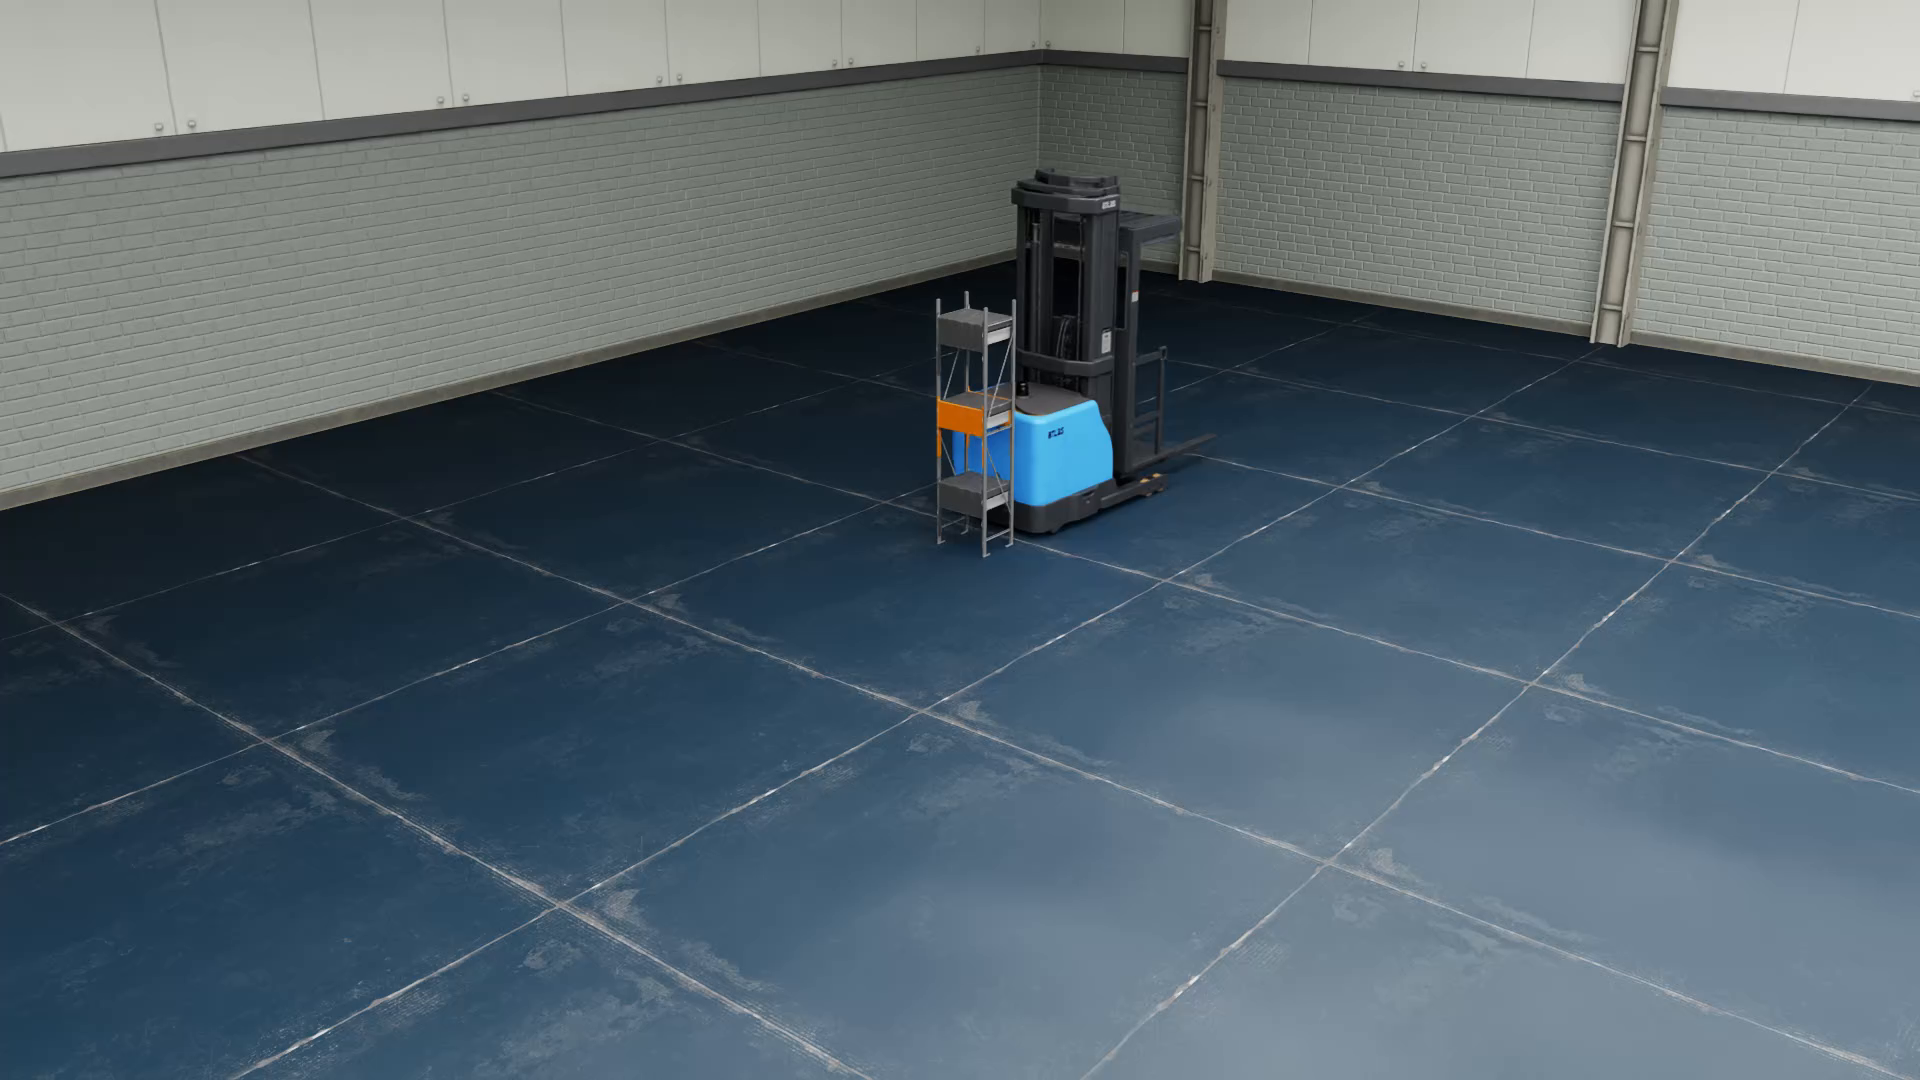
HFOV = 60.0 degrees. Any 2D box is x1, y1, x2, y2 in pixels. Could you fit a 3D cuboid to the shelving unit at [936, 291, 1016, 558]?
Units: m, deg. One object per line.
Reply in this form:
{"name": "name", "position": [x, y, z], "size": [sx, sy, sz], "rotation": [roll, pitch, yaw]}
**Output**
{"name": "shelving unit", "position": [0.128, -0.946, 13.700], "size": [0.503, 2.100, 0.431], "rotation": [16, 26, 36]}

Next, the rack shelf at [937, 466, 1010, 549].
{"name": "rack shelf", "position": [0.128, -0.278, 13.952], "size": [0.480, 0.518, 0.431], "rotation": [16, 26, 36]}

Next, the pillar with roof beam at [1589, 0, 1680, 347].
{"name": "pillar with roof beam", "position": [5.356, -5.489, 15.971], "size": [0.400, 9.000, 9.100], "rotation": [16, 26, 36]}

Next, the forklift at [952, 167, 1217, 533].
{"name": "forklift", "position": [1.267, -1.870, 14.973], "size": [1.130, 2.935, 3.031], "rotation": [17, 27, 38]}

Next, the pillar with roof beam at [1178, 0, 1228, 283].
{"name": "pillar with roof beam", "position": [0.708, -6.828, 19.521], "size": [0.400, 9.000, 9.100], "rotation": [16, 26, 36]}

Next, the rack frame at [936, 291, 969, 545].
{"name": "rack frame", "position": [-0.061, -1.000, 13.844], "size": [0.015, 2.100, 0.400], "rotation": [16, 26, 36]}

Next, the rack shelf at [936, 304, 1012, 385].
{"name": "rack shelf", "position": [0.128, -1.588, 13.458], "size": [0.480, 0.518, 0.431], "rotation": [16, 26, 36]}

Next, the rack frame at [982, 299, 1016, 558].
{"name": "rack frame", "position": [0.317, -0.891, 13.555], "size": [0.015, 2.100, 0.400], "rotation": [16, 26, 36]}

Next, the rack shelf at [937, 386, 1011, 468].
{"name": "rack shelf", "position": [0.128, -0.933, 13.705], "size": [0.480, 0.518, 0.431], "rotation": [16, 26, 36]}
